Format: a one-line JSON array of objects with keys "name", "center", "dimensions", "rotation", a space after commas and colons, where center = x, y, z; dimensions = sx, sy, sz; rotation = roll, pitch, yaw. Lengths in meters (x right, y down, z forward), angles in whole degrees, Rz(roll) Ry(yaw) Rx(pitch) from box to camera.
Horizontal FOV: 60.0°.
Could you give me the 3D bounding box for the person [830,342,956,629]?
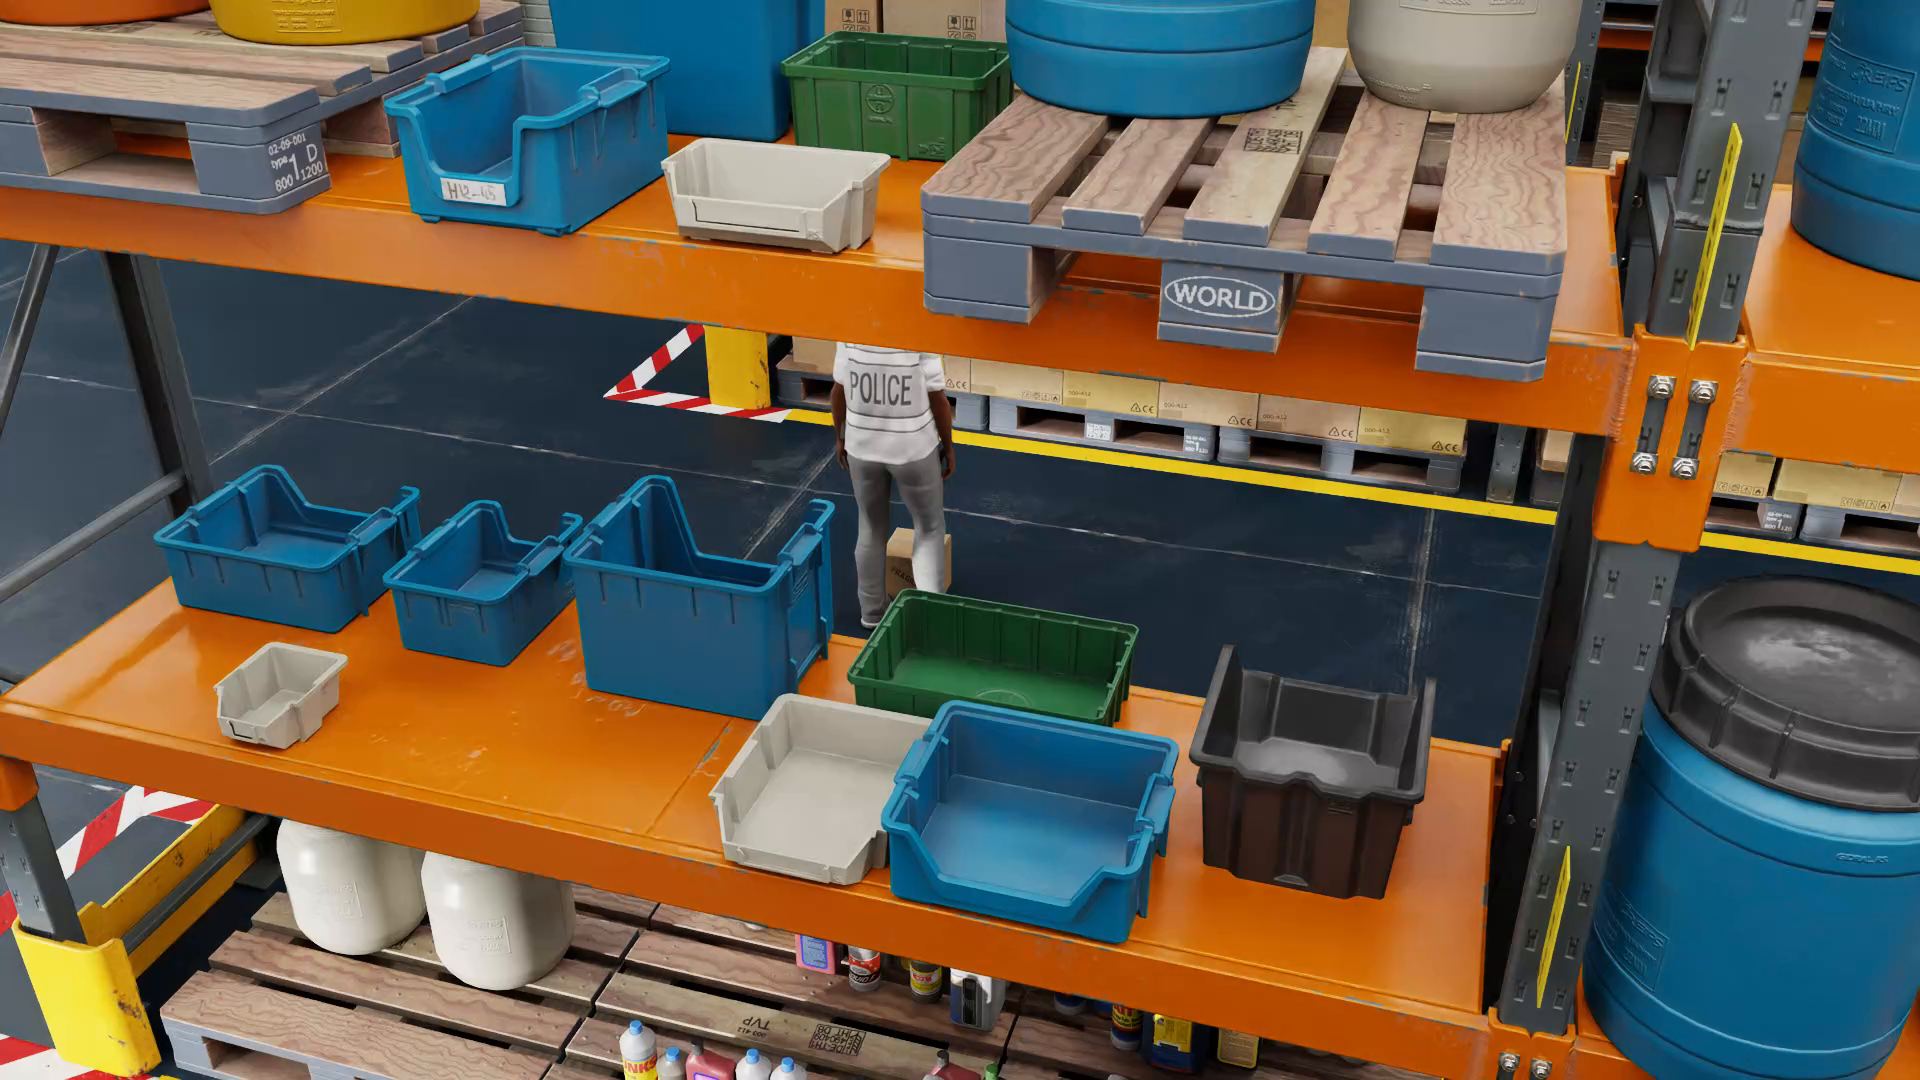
[{"name": "person", "center": [-0.257, -0.376, 6.794], "dimensions": [0.532, 1.660, 0.391], "rotation": [7, 30, 12]}]
